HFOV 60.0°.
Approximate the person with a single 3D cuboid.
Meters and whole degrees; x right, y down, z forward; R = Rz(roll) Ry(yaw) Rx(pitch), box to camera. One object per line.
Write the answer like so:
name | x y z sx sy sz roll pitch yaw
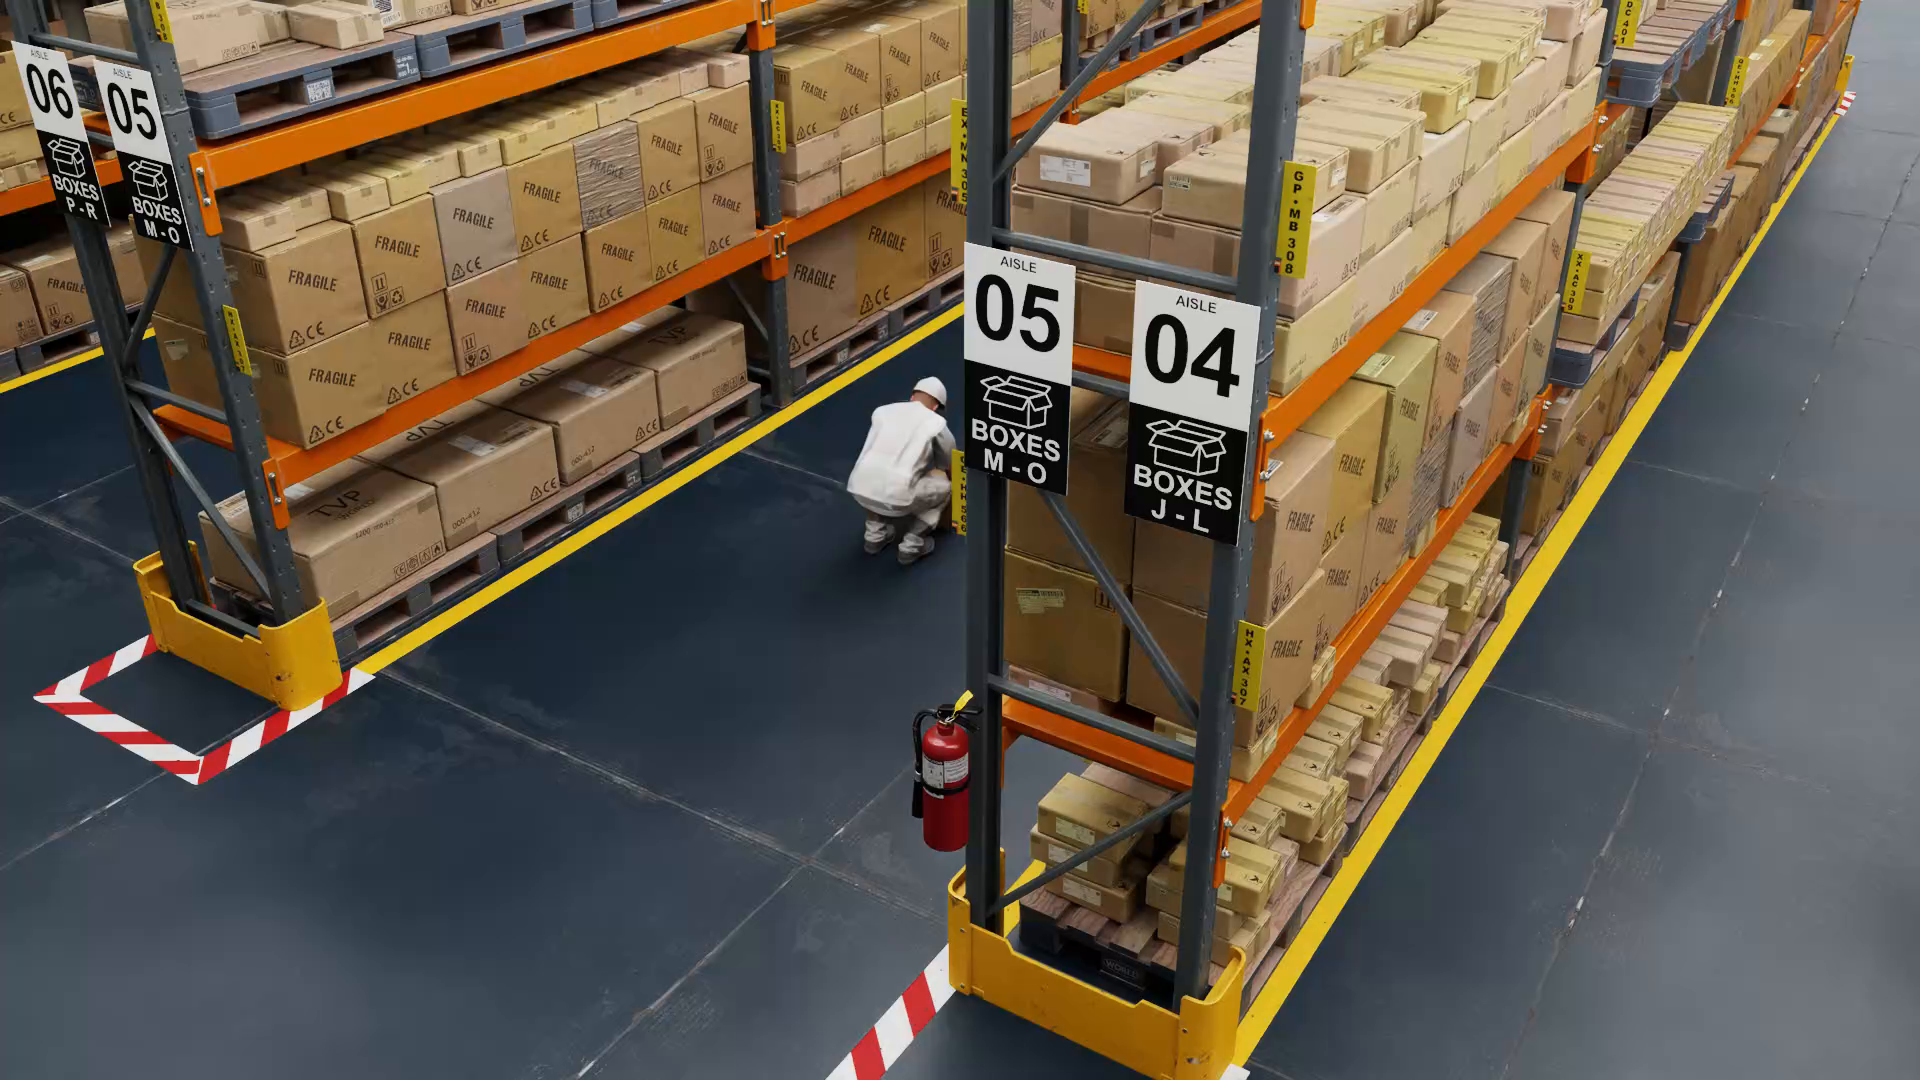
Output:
person | -0.320 -0.400 9.723 0.570 0.920 0.886 18 34 27
